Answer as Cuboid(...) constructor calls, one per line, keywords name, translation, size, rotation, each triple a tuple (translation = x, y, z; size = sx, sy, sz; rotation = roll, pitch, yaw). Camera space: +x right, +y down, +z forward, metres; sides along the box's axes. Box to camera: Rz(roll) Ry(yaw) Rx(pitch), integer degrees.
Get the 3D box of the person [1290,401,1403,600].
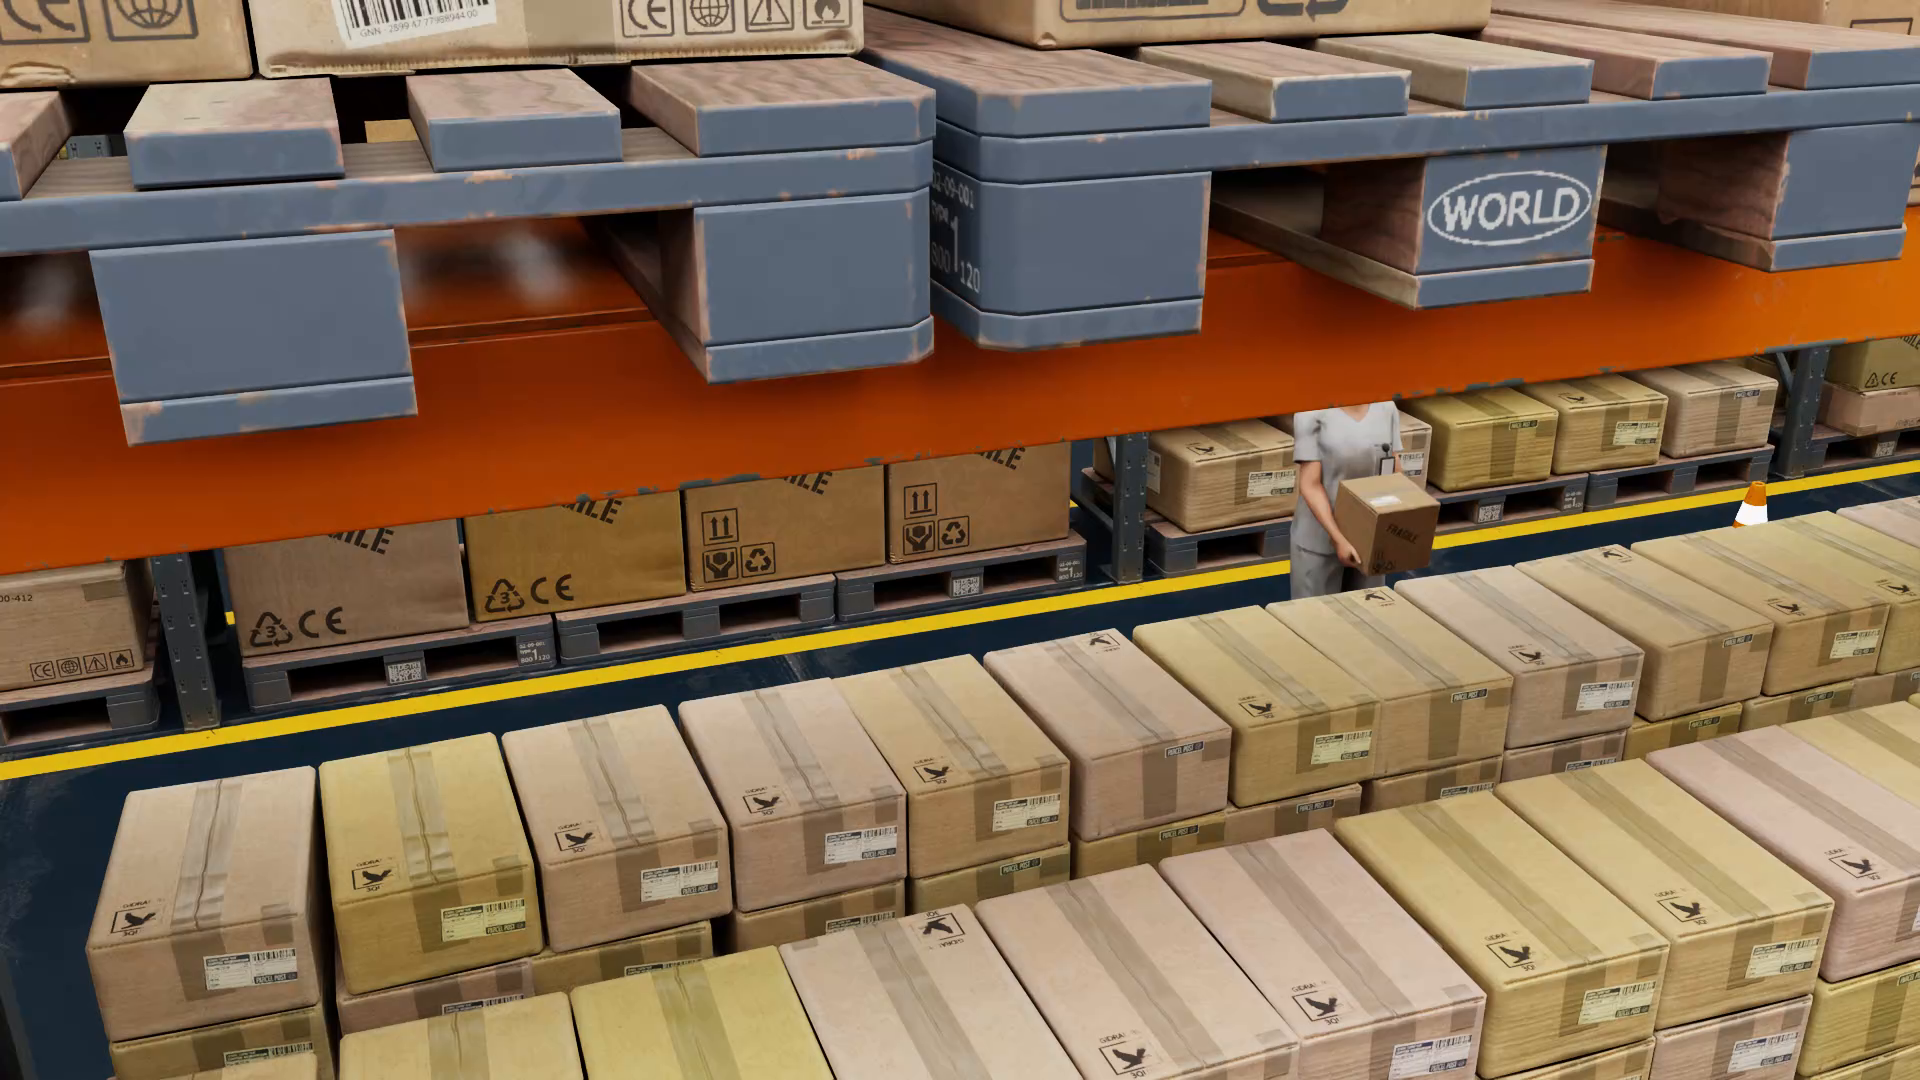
Cuboid(name="person", translation=(1.405, 0.045, 6.002), size=(0.438, 1.662, 0.560), rotation=(-8, 24, -19))
